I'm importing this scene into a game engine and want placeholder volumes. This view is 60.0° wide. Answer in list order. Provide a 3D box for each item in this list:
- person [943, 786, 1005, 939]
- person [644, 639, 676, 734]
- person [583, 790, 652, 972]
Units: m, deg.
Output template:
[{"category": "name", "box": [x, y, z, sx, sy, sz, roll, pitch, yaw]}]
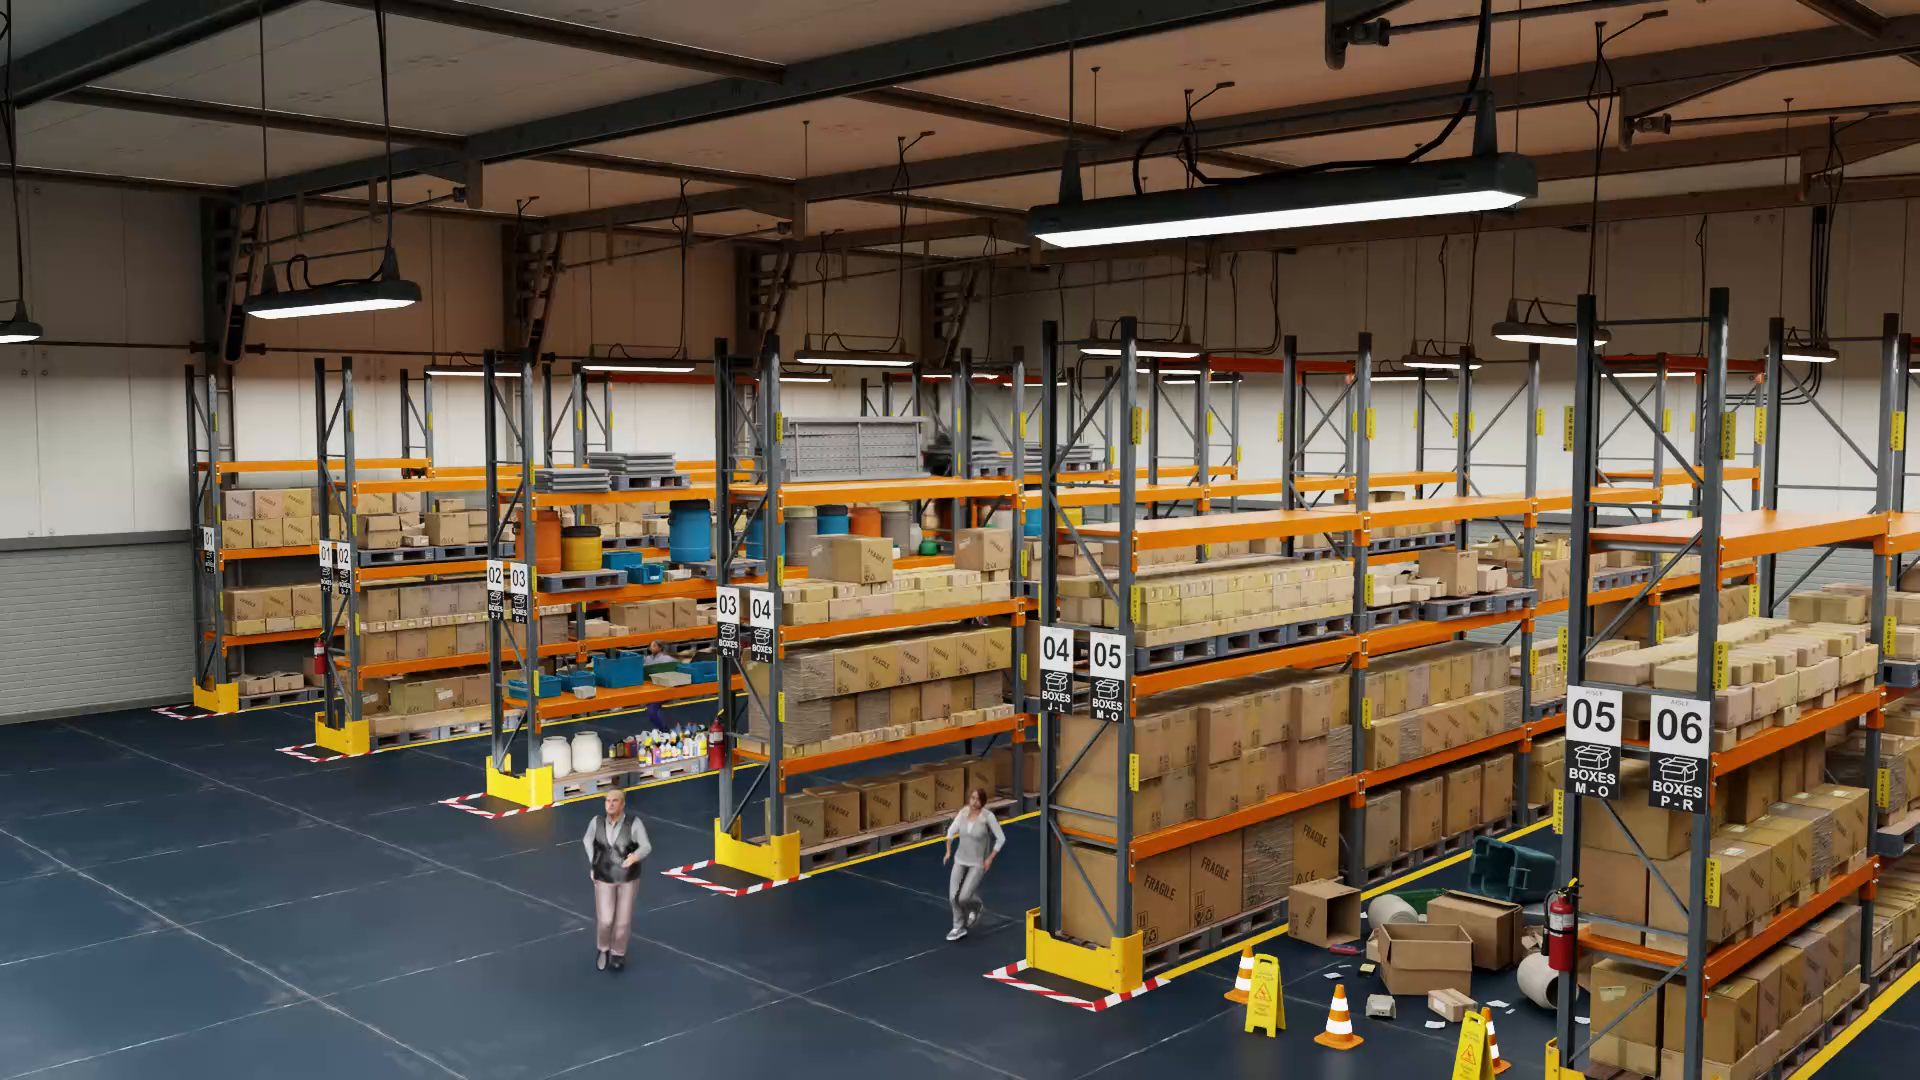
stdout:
[{"category": "person", "box": [0.121, 3.161, 16.239, 0.593, 1.545, 0.486, 2, 5, 28]}, {"category": "person", "box": [-4.726, 2.379, 25.833, 0.586, 1.676, 0.661, 3, 5, 36]}, {"category": "person", "box": [-3.153, 3.144, 15.280, 0.636, 1.699, 0.660, -1, 4, -7]}]
